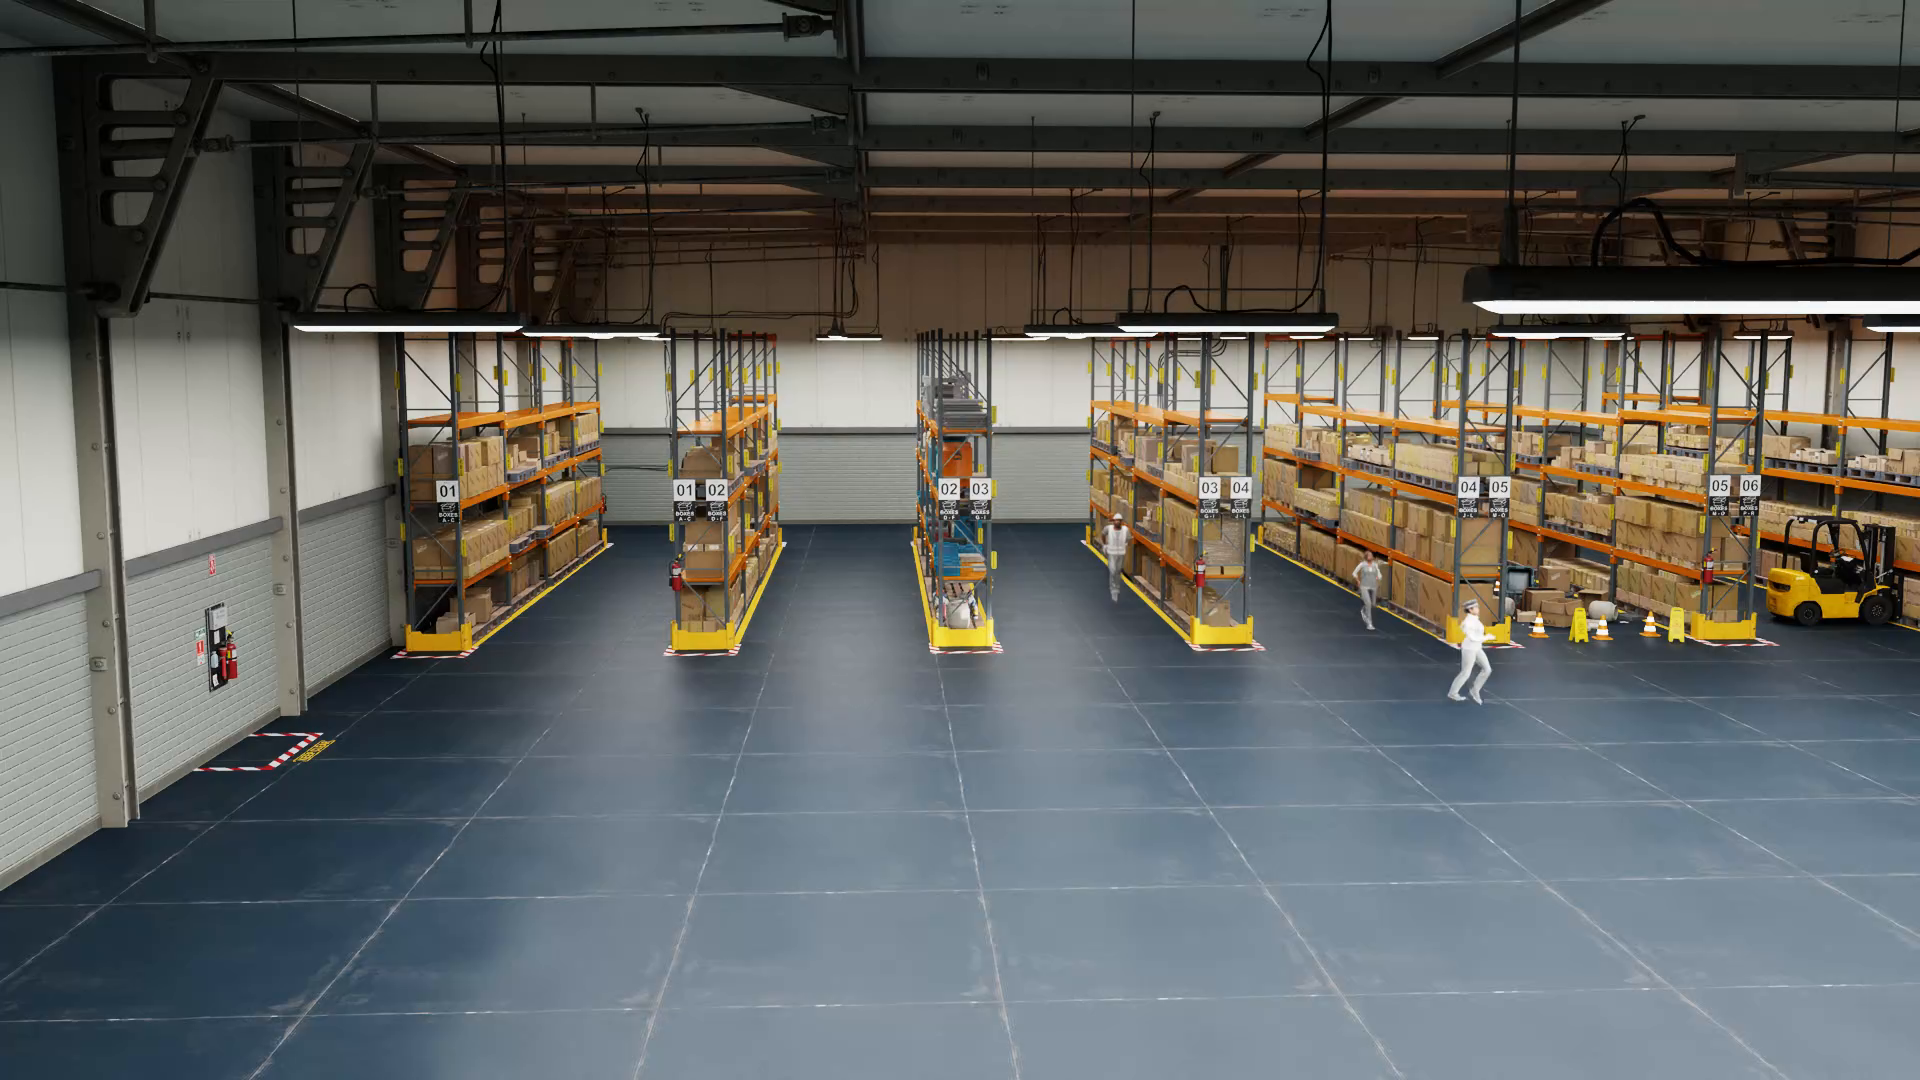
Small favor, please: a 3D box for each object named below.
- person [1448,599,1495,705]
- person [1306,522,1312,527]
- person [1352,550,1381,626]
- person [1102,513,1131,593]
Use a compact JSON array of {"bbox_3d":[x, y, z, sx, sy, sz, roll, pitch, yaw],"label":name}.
[{"bbox_3d":[8.151,1.777,26.445,0.703,1.725,0.579,5,8,34],"label":"person"},{"bbox_3d":[10.384,-0.863,48.463,0.586,1.804,0.812,-5,8,-35],"label":"person"},{"bbox_3d":[8.218,0.952,33.564,0.547,1.503,0.717,-1,7,-7],"label":"person"},{"bbox_3d":[3.380,0.260,35.901,0.596,1.708,0.687,-1,7,-8],"label":"person"}]
